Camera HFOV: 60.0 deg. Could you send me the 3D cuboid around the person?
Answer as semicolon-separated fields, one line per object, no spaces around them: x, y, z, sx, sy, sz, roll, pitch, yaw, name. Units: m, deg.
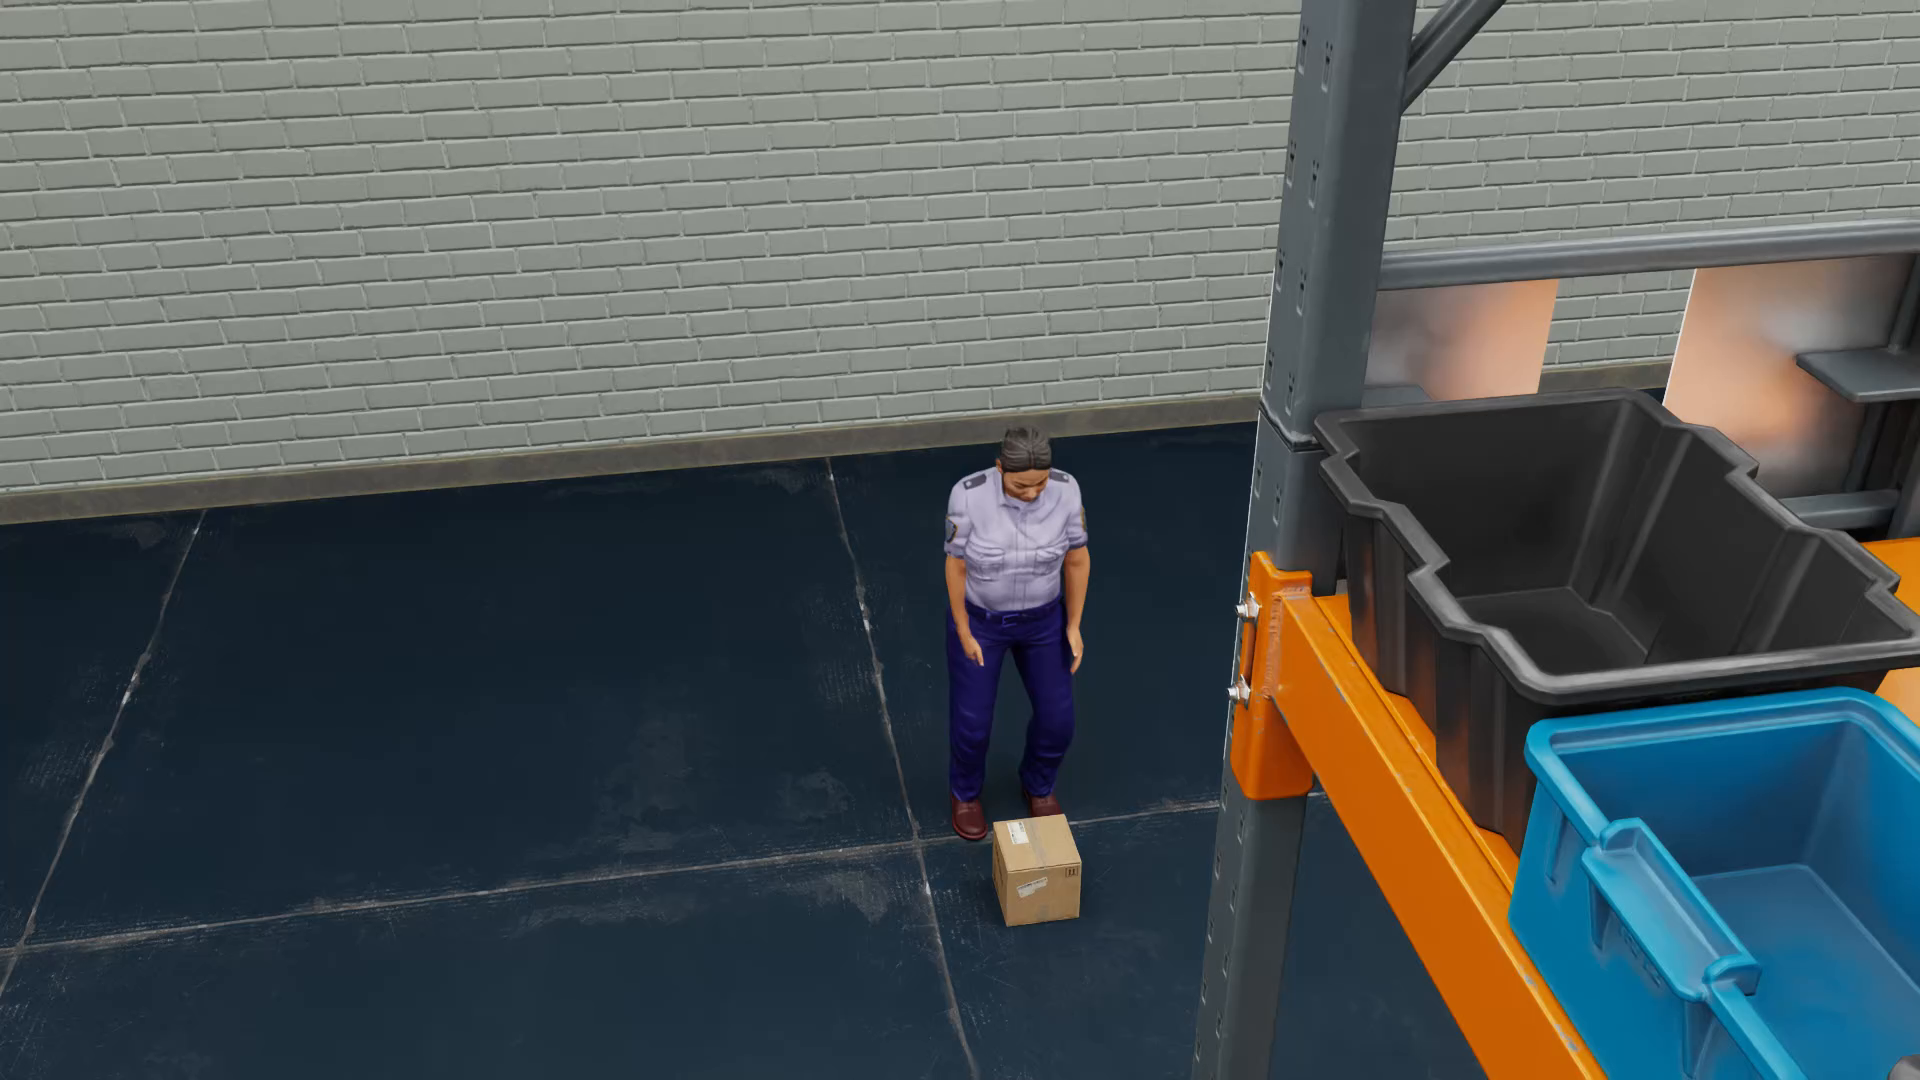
0.191;0.298;5.703;0.496;1.604;0.391;-5;31;-8;person
